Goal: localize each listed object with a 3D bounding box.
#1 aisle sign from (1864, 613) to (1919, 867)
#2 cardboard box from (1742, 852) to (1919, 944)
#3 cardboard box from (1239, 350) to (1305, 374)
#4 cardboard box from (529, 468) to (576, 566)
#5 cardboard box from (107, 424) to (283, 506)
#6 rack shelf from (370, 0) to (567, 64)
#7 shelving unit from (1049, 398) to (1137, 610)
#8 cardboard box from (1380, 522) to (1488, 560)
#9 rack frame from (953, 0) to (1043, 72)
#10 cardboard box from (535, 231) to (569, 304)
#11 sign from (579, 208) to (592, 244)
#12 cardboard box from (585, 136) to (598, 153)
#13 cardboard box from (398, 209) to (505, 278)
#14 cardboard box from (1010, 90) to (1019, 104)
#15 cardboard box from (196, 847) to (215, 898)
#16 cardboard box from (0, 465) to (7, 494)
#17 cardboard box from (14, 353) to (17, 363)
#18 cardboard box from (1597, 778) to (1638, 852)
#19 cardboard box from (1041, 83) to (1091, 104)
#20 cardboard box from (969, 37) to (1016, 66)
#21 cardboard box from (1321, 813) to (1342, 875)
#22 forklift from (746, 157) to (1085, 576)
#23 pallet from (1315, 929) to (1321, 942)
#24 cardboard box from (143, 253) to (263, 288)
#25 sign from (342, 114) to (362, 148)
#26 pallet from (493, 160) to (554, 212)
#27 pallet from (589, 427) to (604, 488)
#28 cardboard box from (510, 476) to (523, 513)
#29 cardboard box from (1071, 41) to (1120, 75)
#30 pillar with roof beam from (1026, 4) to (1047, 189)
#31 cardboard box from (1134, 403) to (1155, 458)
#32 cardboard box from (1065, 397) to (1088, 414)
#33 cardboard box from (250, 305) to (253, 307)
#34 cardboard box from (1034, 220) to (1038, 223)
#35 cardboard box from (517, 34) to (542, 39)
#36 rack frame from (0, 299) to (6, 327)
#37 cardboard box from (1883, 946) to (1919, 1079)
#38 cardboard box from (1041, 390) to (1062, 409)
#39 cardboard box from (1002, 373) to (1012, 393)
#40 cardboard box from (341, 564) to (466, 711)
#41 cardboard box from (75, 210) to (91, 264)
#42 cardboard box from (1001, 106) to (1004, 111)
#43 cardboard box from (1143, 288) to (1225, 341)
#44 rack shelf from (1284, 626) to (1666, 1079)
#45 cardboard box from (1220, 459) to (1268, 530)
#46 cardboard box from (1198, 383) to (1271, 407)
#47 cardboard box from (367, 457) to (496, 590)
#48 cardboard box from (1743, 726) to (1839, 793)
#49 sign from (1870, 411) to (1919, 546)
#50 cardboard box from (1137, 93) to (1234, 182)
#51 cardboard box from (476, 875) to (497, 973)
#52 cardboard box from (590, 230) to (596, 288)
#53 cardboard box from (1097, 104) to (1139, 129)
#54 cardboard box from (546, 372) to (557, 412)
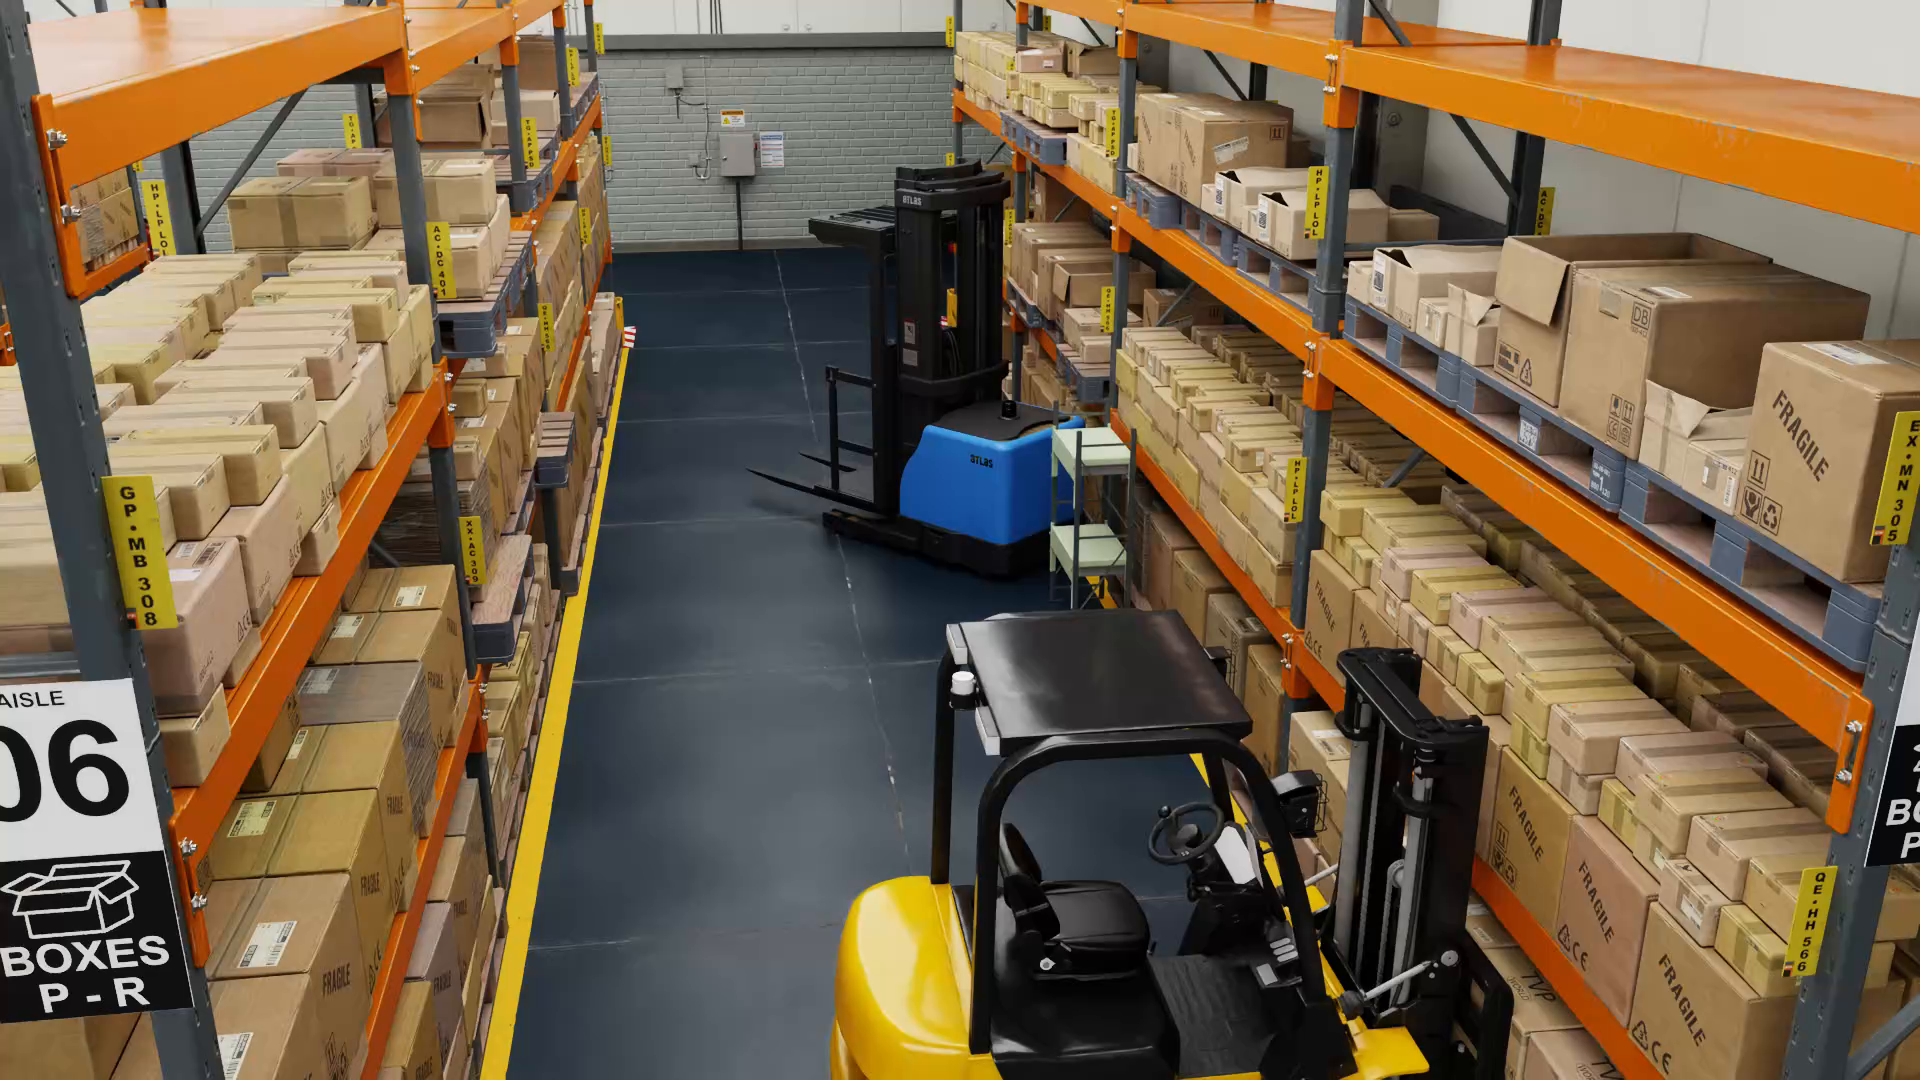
[{"bbox_3d":[2.454,0.438,4.042,0.394,0.787,0.004,-3,21,-8],"label":"aisle sign"},{"bbox_3d":[2.475,1.014,4.718,0.380,0.149,0.250,-3,21,-8],"label":"cardboard box"},{"bbox_3d":[2.058,-1.141,10.914,0.380,0.149,0.250,-3,21,-9],"label":"cardboard box"},{"bbox_3d":[-3.347,-0.345,12.289,0.875,0.875,0.875,-3,21,-8],"label":"cardboard box"},{"bbox_3d":[-2.015,-0.192,4.374,0.380,0.149,0.250,-3,21,-8],"label":"cardboard box"},{"bbox_3d":[-3.618,-3.879,12.340,1.077,0.370,4.000,-3,21,-8],"label":"rack shelf"},{"bbox_3d":[0.902,-0.144,11.457,0.431,1.500,0.755,-3,21,-8],"label":"shelving unit"},{"bbox_3d":[2.083,0.042,7.321,0.380,0.149,0.250,-3,21,-9],"label":"cardboard box"},{"bbox_3d":[0.428,-6.732,18.380,1.000,3.000,0.127,-3,21,-8],"label":"rack frame"},{"bbox_3d":[-3.369,-2.125,13.046,0.500,0.500,0.500,-3,21,-7],"label":"cardboard box"},{"bbox_3d":[-3.371,-2.821,14.941,0.100,0.325,0.005,-3,21,-8],"label":"sign"},{"bbox_3d":[-4.052,-4.203,17.684,0.380,0.149,0.250,-3,21,-8],"label":"cardboard box"},{"bbox_3d":[-2.515,-1.445,8.125,0.500,0.250,0.500,-3,21,-8],"label":"cardboard box"},{"bbox_3d":[0.655,-3.944,14.819,0.380,0.149,0.250,-3,21,-7],"label":"cardboard box"},{"bbox_3d":[-2.532,0.874,4.593,0.700,0.500,0.500,-3,21,-7],"label":"cardboard box"},{"bbox_3d":[-2.572,-0.072,4.055,0.380,0.149,0.250,-3,21,-8],"label":"cardboard box"},{"bbox_3d":[-9.360,-1.698,16.100,0.380,0.149,0.250,-4,21,-10],"label":"cardboard box"},{"bbox_3d":[2.340,0.895,5.463,0.380,0.149,0.250,-3,21,-8],"label":"cardboard box"},{"bbox_3d":[0.868,-3.639,13.576,0.380,0.149,0.250,-3,21,-7],"label":"cardboard box"},{"bbox_3d":[0.384,-5.114,17.408,0.500,0.250,0.500,-3,21,-9],"label":"cardboard box"},{"bbox_3d":[1.997,1.448,7.669,0.500,0.250,0.500,-3,21,-8],"label":"cardboard box"},{"bbox_3d":[-0.470,-1.517,13.088,3.031,2.935,1.130,17,26,38],"label":"forklift"},{"bbox_3d":[2.231,1.817,8.050,1.003,0.211,1.213,-3,21,-8],"label":"pallet"},{"bbox_3d":[-3.031,-1.051,6.675,0.380,0.149,0.250,-3,21,-9],"label":"cardboard box"},{"bbox_3d":[-3.880,-2.560,10.643,0.100,0.325,0.005,-3,21,-8],"label":"sign"},{"bbox_3d":[-3.475,-2.437,11.437,1.213,0.211,1.003,-2,21,-5],"label":"pallet"},{"bbox_3d":[-3.720,-0.716,14.830,1.003,0.211,1.213,-3,21,-8],"label":"pallet"},{"bbox_3d":[-2.680,-0.254,9.369,0.380,0.149,0.250,-2,21,-6],"label":"cardboard box"},{"bbox_3d":[1.188,-4.209,14.510,0.396,0.266,0.258,-3,21,-8],"label":"cardboard box"},{"bbox_3d":[-3.328,-7.494,20.419,9.100,9.000,0.400,-3,21,-8],"label":"pillar with roof beam"},{"bbox_3d":[1.471,-0.741,11.128,0.500,0.250,0.500,-3,21,-9],"label":"cardboard box"},{"bbox_3d":[1.096,-1.100,13.920,0.380,0.149,0.250,-4,21,-10],"label":"cardboard box"},{"bbox_3d":[-2.961,-0.823,6.636,0.500,0.250,0.500,-3,21,-9],"label":"cardboard box"},{"bbox_3d":[1.049,-3.143,17.134,0.500,0.250,0.500,-2,21,-7],"label":"cardboard box"},{"bbox_3d":[-4.341,-4.660,16.233,0.500,0.500,0.500,-3,21,-7],"label":"cardboard box"},{"bbox_3d":[-8.790,-2.001,14.285,1.000,3.000,0.127,-3,21,-8],"label":"rack frame"},{"bbox_3d":[2.938,1.386,5.076,0.500,0.500,0.500,-2,21,-6],"label":"cardboard box"},{"bbox_3d":[1.006,-1.027,14.651,0.500,0.500,0.500,-4,21,-9],"label":"cardboard box"},{"bbox_3d":[0.634,-1.576,16.623,0.380,0.149,0.250,-4,21,-9],"label":"cardboard box"},{"bbox_3d":[-2.443,0.440,7.184,0.500,0.500,0.500,-3,21,-9],"label":"cardboard box"},{"bbox_3d":[-8.834,-2.902,16.132,0.500,0.500,0.500,-2,21,-5],"label":"cardboard box"},{"bbox_3d":[0.599,-4.112,16.011,0.380,0.149,0.250,-2,21,-6],"label":"cardboard box"},{"bbox_3d":[1.662,-1.582,12.420,0.500,0.500,0.500,-2,21,-5],"label":"cardboard box"},{"bbox_3d":[2.447,1.262,6.577,1.077,0.370,4.000,-3,21,-8],"label":"rack shelf"},{"bbox_3d":[1.753,-0.266,9.141,0.500,0.250,0.500,-3,21,-9],"label":"cardboard box"},{"bbox_3d":[1.666,-0.846,10.124,0.380,0.149,0.250,-3,21,-8],"label":"cardboard box"},{"bbox_3d":[-2.537,-0.075,7.962,0.500,0.500,0.500,-2,21,-6],"label":"cardboard box"},{"bbox_3d":[2.820,0.731,5.476,0.380,0.149,0.250,-3,21,-7],"label":"cardboard box"},{"bbox_3d":[2.196,-0.142,3.871,0.100,0.325,0.005,-3,21,-8],"label":"sign"},{"bbox_3d":[1.445,-2.584,10.675,0.500,0.500,0.500,-3,21,-7],"label":"cardboard box"},{"bbox_3d":[-2.402,1.767,7.527,0.500,0.250,0.500,-2,21,-5],"label":"cardboard box"},{"bbox_3d":[-3.783,-2.682,15.967,0.500,0.500,0.500,-3,21,-7],"label":"cardboard box"},{"bbox_3d":[1.217,-3.103,12.169,0.380,0.149,0.250,-4,21,-10],"label":"cardboard box"},{"bbox_3d":[-3.151,-1.012,11.853,0.500,0.250,0.500,-3,21,-9],"label":"cardboard box"}]
